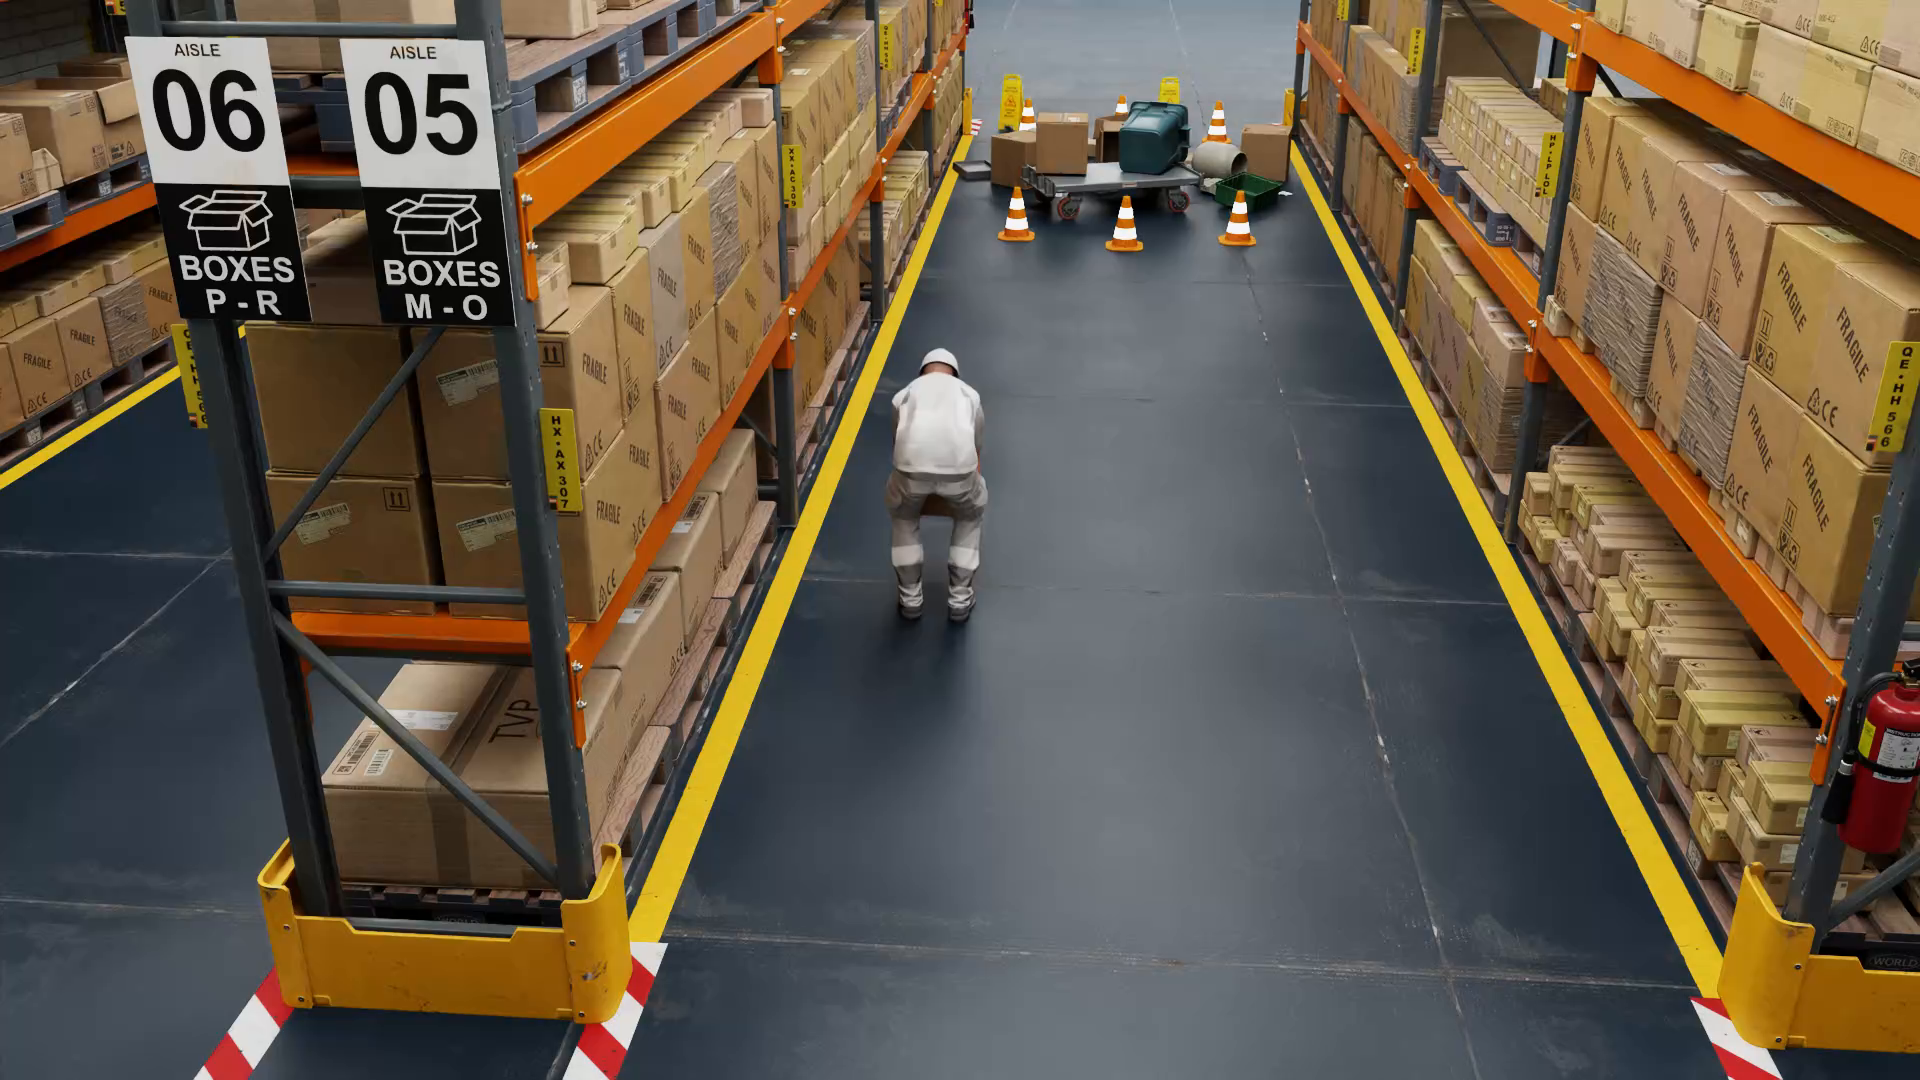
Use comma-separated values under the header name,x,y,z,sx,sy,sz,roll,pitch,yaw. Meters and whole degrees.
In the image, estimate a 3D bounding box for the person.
name,x,y,z,sx,sy,sz,roll,pitch,yaw
person,-0.114,-0.279,8.396,0.513,1.205,0.939,1,24,2
